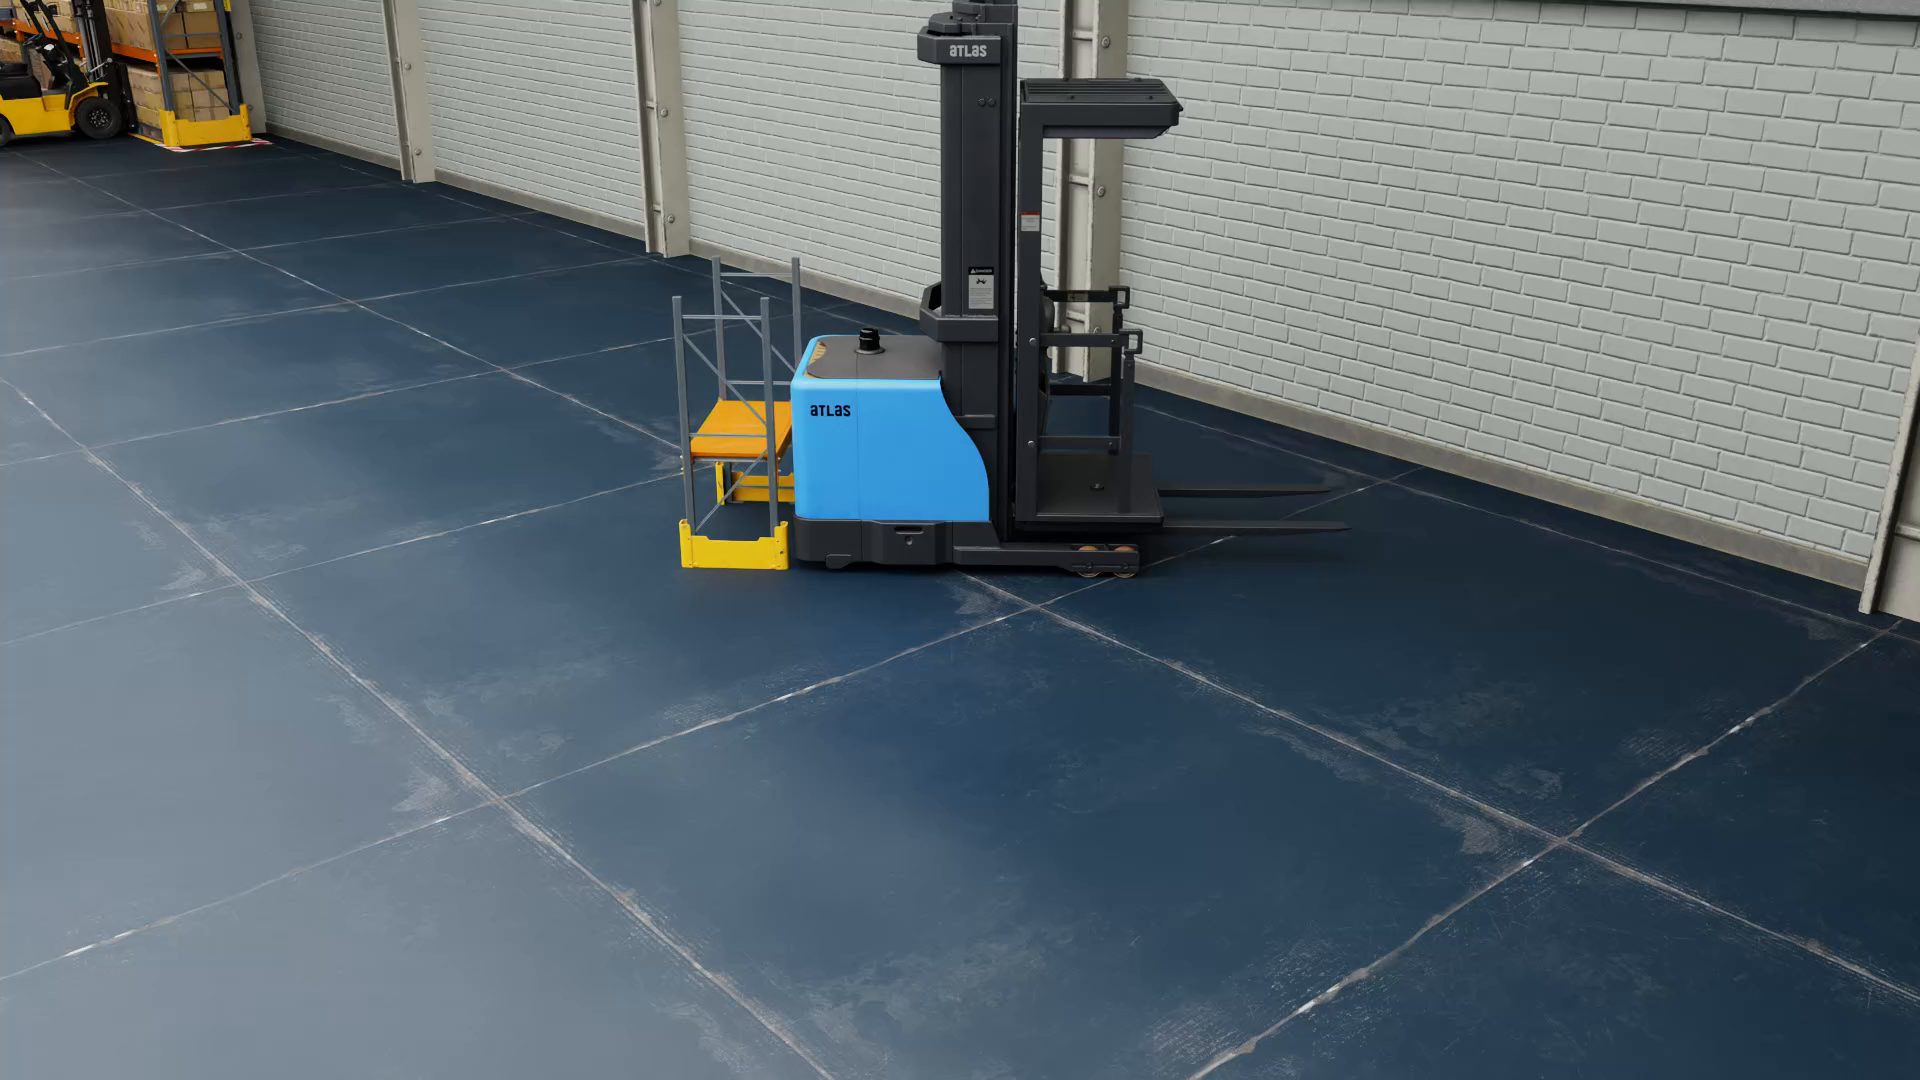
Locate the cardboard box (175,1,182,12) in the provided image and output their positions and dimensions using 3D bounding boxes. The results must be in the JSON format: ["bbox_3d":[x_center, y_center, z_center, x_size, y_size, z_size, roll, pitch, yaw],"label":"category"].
[{"bbox_3d":[-11.264,-7.795,24.247,0.380,0.149,0.250,-17,27,-37],"label":"cardboard box"}]

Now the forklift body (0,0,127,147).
[{"bbox_3d":[-13.650,-6.933,24.235,2.313,2.155,1.214,-17,27,-37],"label":"forklift body"}]

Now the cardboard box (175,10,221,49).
[{"bbox_3d":[-11.143,-7.488,24.351,0.500,0.500,0.500,-16,27,-36],"label":"cardboard box"}]

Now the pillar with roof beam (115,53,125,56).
[{"bbox_3d":[-17.979,-11.071,25.412,9.100,9.000,0.400,-17,27,-37],"label":"pillar with roof beam"}]

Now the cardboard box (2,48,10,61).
[{"bbox_3d":[-17.353,-8.830,30.768,0.500,0.500,0.500,-16,27,-35],"label":"cardboard box"}]

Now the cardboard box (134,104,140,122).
[{"bbox_3d":[-12.213,-6.488,25.130,0.500,0.250,0.500,-17,27,-37],"label":"cardboard box"}]

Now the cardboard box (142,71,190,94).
[{"bbox_3d":[-11.567,-6.672,24.229,0.500,0.250,0.500,-16,27,-36],"label":"cardboard box"}]

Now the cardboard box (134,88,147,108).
[{"bbox_3d":[-11.903,-6.587,24.698,0.500,0.250,0.500,-18,28,-38],"label":"cardboard box"}]

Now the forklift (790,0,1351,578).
[{"bbox_3d":[0.622,-1.358,8.933,3.031,2.935,1.130,1,21,2],"label":"forklift"}]

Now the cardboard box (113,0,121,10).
[{"bbox_3d":[-12.324,-7.964,24.679,0.380,0.149,0.250,-17,27,-37],"label":"cardboard box"}]

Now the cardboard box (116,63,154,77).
[{"bbox_3d":[-12.566,-7.090,25.297,0.500,0.250,0.500,-18,28,-38],"label":"cardboard box"}]

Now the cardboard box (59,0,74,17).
[{"bbox_3d":[-14.155,-8.581,26.800,0.500,0.250,0.500,-18,28,-39],"label":"cardboard box"}]

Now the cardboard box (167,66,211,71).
[{"bbox_3d":[-11.529,-6.934,24.898,0.500,0.250,0.500,-17,27,-37],"label":"cardboard box"}]

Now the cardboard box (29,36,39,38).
[{"bbox_3d":[-17.385,-9.430,31.408,0.380,0.149,0.250,-19,28,-39],"label":"cardboard box"}]

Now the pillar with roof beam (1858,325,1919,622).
[{"bbox_3d":[1.603,-2.783,4.250,9.100,9.000,0.400,-17,27,-37],"label":"pillar with roof beam"}]

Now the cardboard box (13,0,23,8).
[{"bbox_3d":[-16.166,-9.425,28.954,0.500,0.250,0.500,-17,27,-37],"label":"cardboard box"}]

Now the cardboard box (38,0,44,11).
[{"bbox_3d":[-15.141,-9.008,27.890,0.500,0.250,0.500,-17,27,-37],"label":"cardboard box"}]

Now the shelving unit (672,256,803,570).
[{"bbox_3d":[-1.199,-0.739,9.314,0.587,1.500,1.083,1,21,3],"label":"shelving unit"}]

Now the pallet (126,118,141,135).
[{"bbox_3d":[-12.353,-6.478,25.734,1.003,0.211,1.213,-17,27,-37],"label":"pallet"}]

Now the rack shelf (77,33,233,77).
[{"bbox_3d":[-12.335,-7.456,25.393,1.077,0.370,4.000,-17,27,-37],"label":"rack shelf"}]

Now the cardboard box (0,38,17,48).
[{"bbox_3d":[-17.610,-9.231,30.902,0.380,0.149,0.250,-19,28,-40],"label":"cardboard box"}]

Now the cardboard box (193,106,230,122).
[{"bbox_3d":[-11.202,-6.336,24.741,0.500,0.250,0.500,-17,27,-37],"label":"cardboard box"}]

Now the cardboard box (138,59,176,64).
[{"bbox_3d":[-12.511,-7.355,25.972,0.500,0.250,0.500,-17,27,-37],"label":"cardboard box"}]

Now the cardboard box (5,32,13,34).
[{"bbox_3d":[-18.404,-9.854,32.492,0.380,0.149,0.250,-19,28,-39],"label":"cardboard box"}]

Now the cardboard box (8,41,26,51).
[{"bbox_3d":[-17.106,-9.009,30.336,0.380,0.149,0.250,-19,28,-39],"label":"cardboard box"}]

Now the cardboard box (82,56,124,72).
[{"bbox_3d":[-13.563,-7.516,26.383,0.500,0.250,0.500,-18,28,-38],"label":"cardboard box"}]

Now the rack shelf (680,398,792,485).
[{"bbox_3d":[-1.200,-0.568,9.371,0.538,0.185,1.000,1,21,3],"label":"rack shelf"}]

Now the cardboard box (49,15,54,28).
[{"bbox_3d":[-14.801,-8.632,27.617,0.500,0.250,0.500,-17,27,-37],"label":"cardboard box"}]

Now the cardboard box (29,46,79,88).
[{"bbox_3d":[-15.855,-8.363,29.402,0.875,0.625,0.625,-16,27,-36],"label":"cardboard box"}]

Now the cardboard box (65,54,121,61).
[{"bbox_3d":[-14.491,-7.791,27.942,0.875,0.625,0.625,-18,28,-38],"label":"cardboard box"}]

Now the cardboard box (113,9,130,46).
[{"bbox_3d":[-12.216,-7.645,24.753,0.500,0.500,0.500,-18,28,-38],"label":"cardboard box"}]

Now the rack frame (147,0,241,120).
[{"bbox_3d":[-11.030,-7.238,23.851,1.000,3.000,0.127,-17,27,-37],"label":"rack frame"}]

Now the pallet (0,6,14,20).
[{"bbox_3d":[-16.747,-9.530,29.965,1.213,0.211,1.003,-17,27,-37],"label":"pallet"}]

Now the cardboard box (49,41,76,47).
[{"bbox_3d":[-16.356,-9.000,30.313,0.380,0.149,0.250,-16,26,-35],"label":"cardboard box"}]

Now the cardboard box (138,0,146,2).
[{"bbox_3d":[-11.608,-7.835,23.940,0.380,0.149,0.250,-17,27,-37],"label":"cardboard box"}]

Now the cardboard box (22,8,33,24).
[{"bbox_3d":[-15.823,-9.058,28.702,0.500,0.250,0.500,-18,28,-39],"label":"cardboard box"}]

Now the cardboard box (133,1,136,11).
[{"bbox_3d":[-11.781,-7.766,24.171,0.380,0.149,0.250,-17,27,-36],"label":"cardboard box"}]
